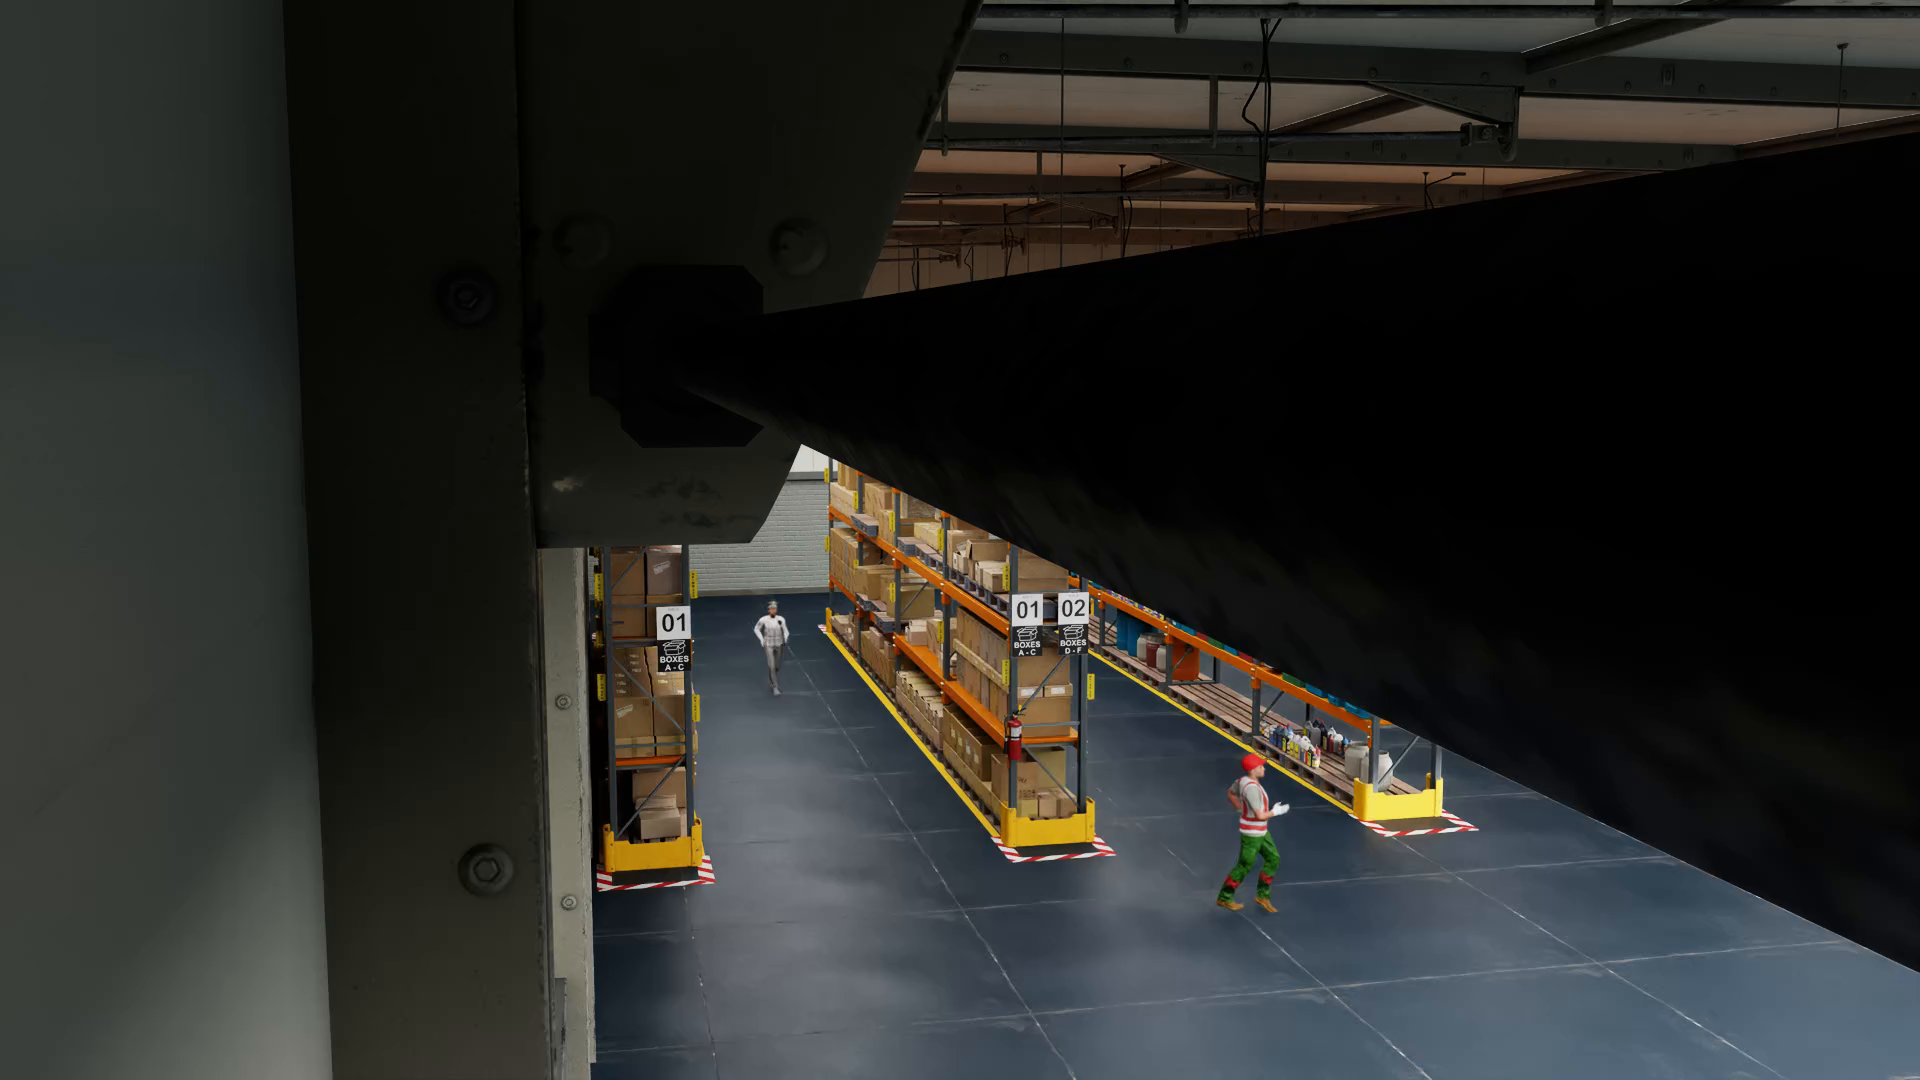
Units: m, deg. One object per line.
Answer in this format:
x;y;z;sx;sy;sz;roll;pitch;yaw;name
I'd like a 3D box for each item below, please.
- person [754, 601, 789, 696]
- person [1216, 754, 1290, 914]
-3.444;1.936;30.165;0.539;1.694;0.826;-2;7;-19;person
3.242;3.264;18.391;0.777;1.842;0.641;1;7;11;person
